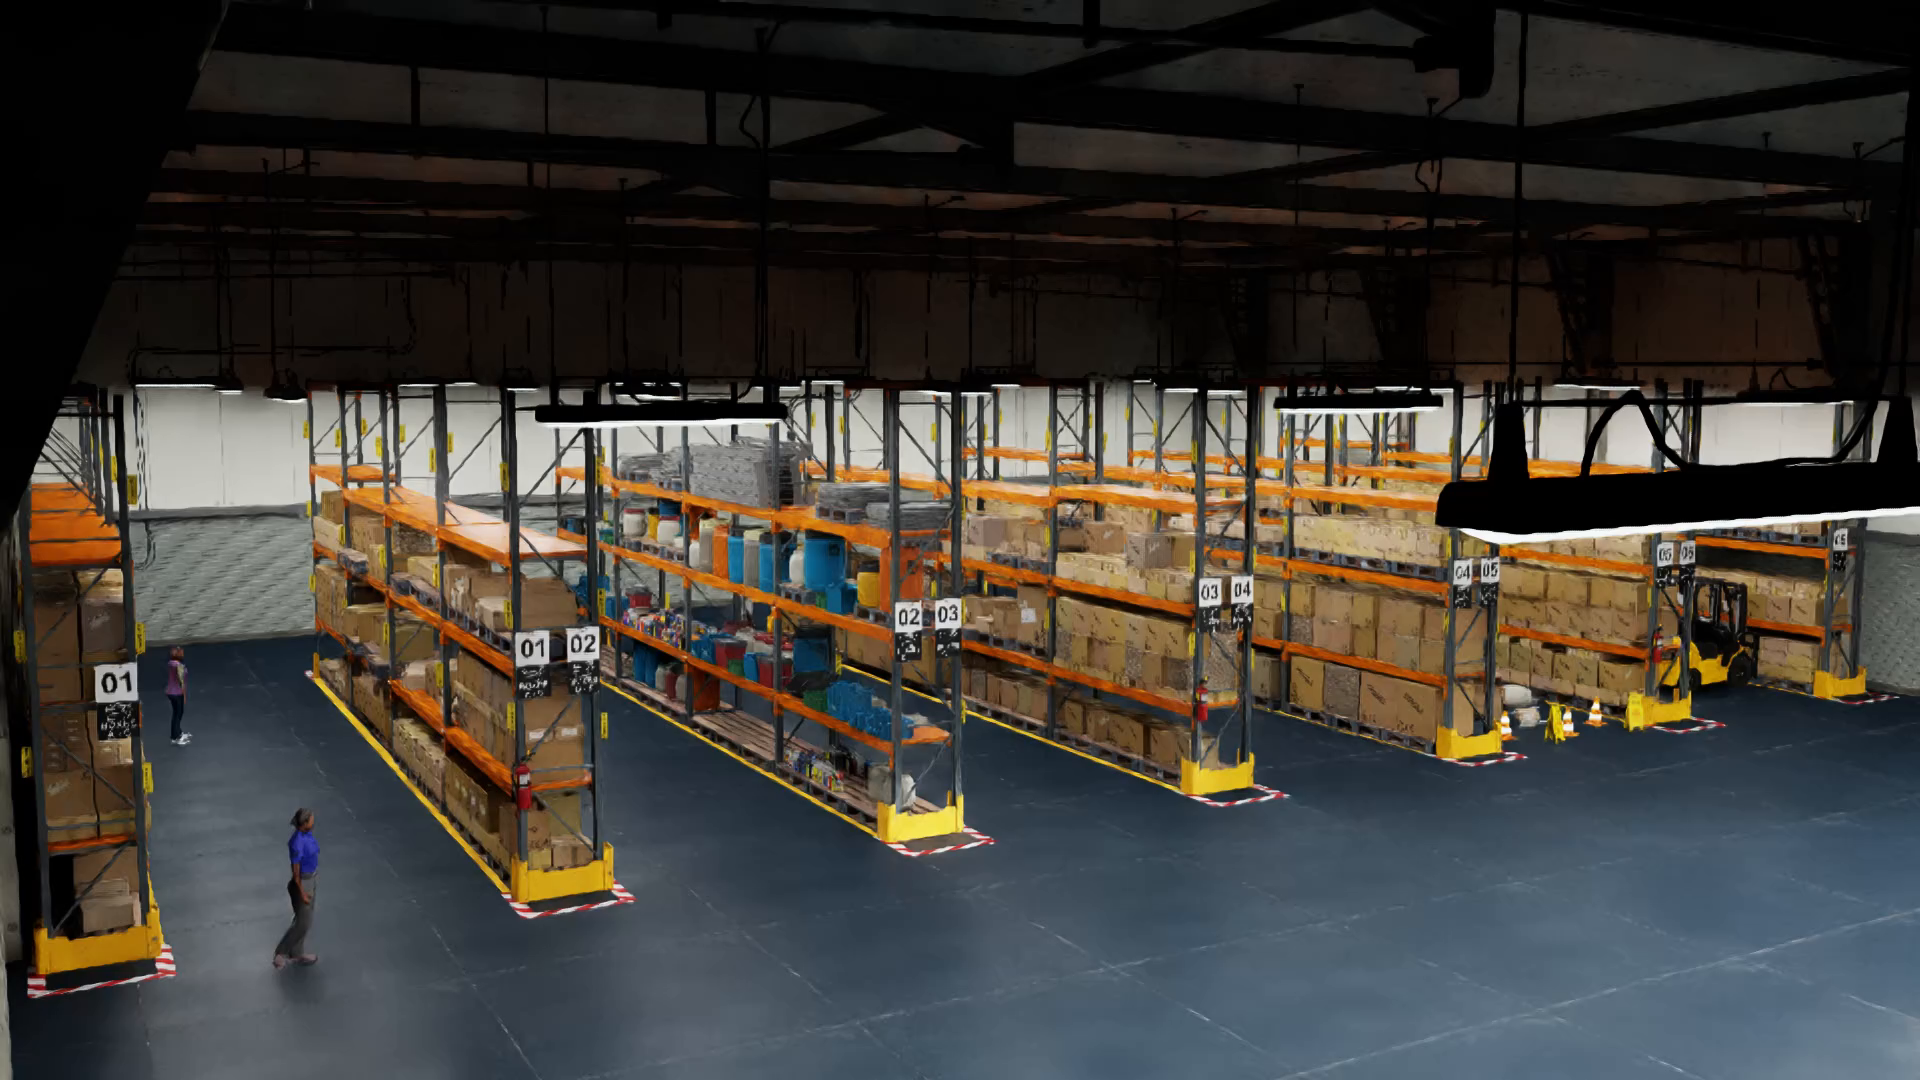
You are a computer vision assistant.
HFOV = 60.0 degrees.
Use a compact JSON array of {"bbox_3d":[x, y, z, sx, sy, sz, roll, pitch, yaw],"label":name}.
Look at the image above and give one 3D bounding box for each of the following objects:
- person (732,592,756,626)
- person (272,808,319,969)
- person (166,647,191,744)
[{"bbox_3d":[-5.074,1.292,39.039,0.582,1.771,0.520,0,6,1],"label":"person"},{"bbox_3d":[-6.974,3.695,17.460,0.445,1.555,0.631,0,6,-4],"label":"person"},{"bbox_3d":[-13.021,2.575,27.744,0.499,1.601,0.422,6,8,43],"label":"person"}]
